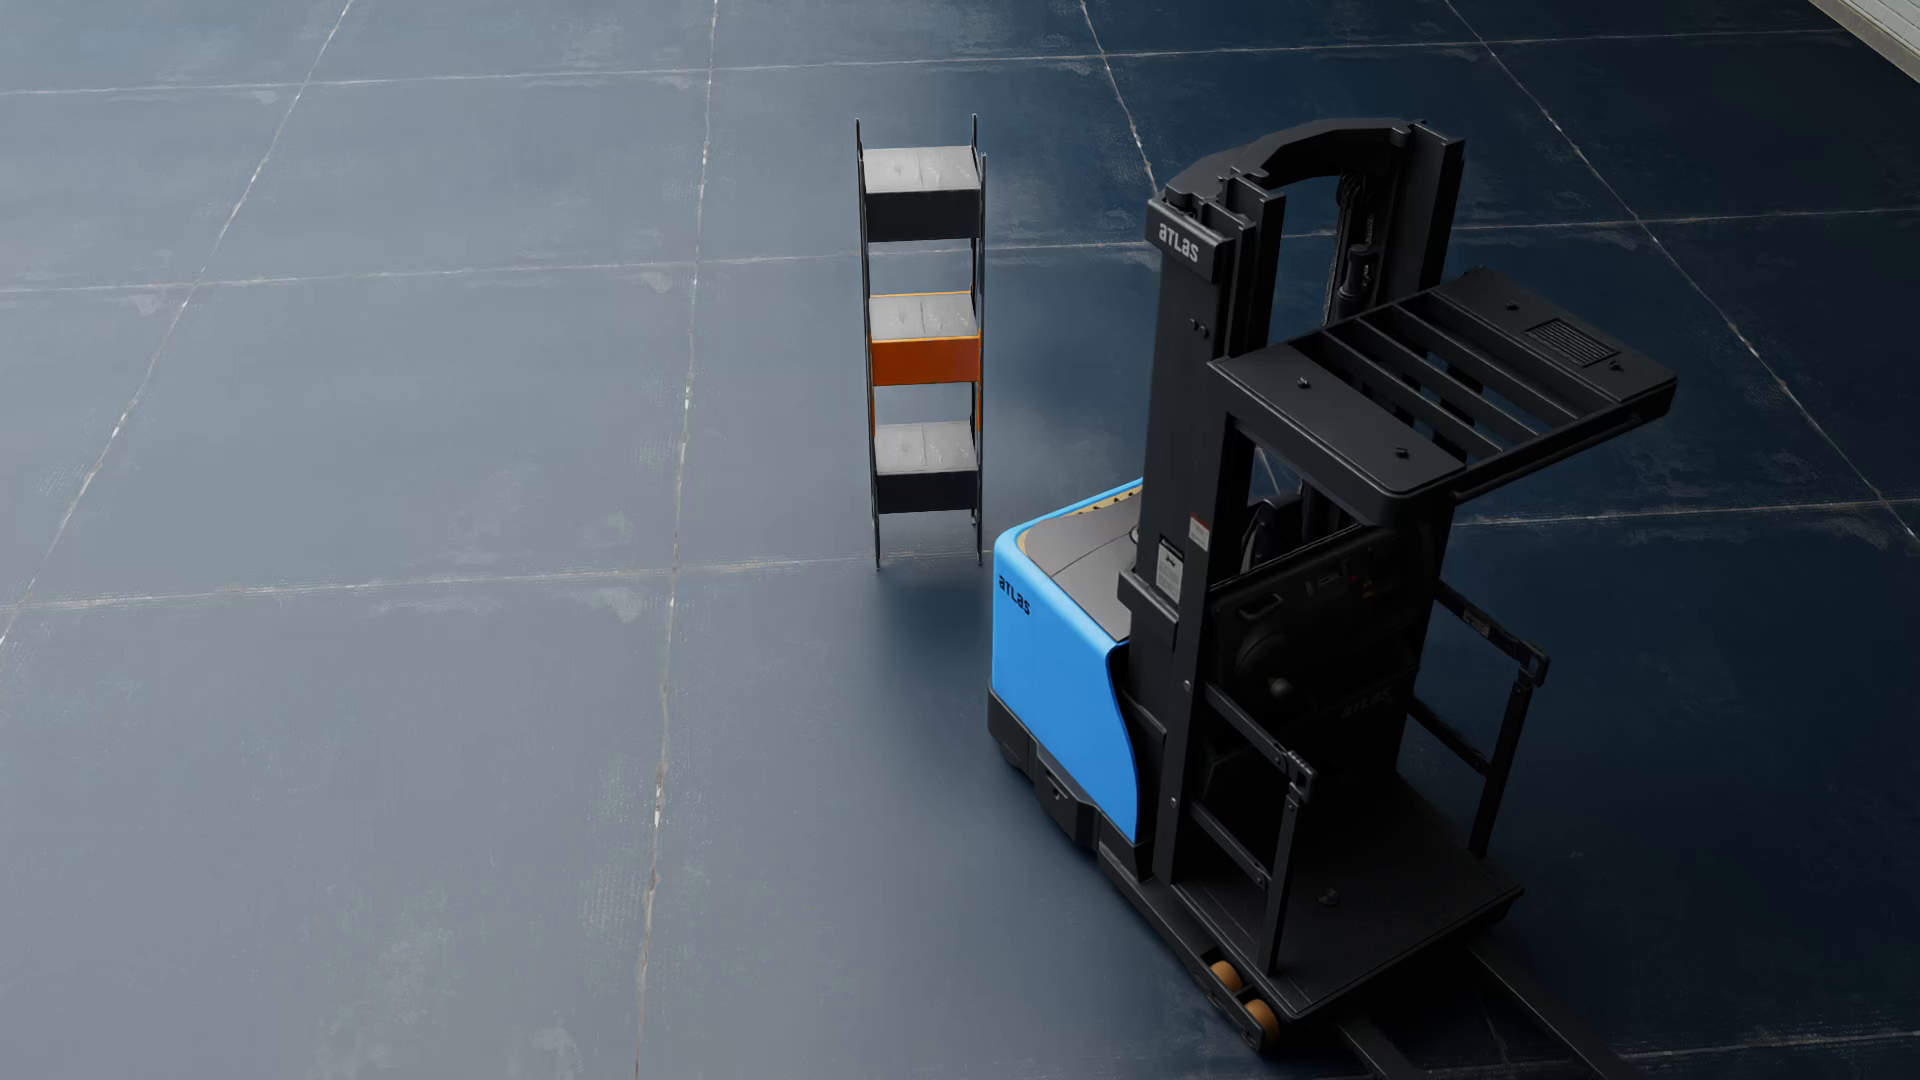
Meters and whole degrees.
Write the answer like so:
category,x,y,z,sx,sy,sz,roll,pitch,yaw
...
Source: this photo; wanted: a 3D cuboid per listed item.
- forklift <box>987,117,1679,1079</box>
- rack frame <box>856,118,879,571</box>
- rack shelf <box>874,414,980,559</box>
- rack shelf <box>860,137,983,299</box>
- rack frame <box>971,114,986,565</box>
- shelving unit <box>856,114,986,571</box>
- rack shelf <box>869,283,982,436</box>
category,x,y,z,sx,sy,sz,roll,pitch,yaw
forklift,1.317,0.290,5.338,1.130,2.935,3.031,-21,43,-24
rack frame,-0.408,-0.802,7.393,0.015,2.100,0.400,-3,38,-4
rack shelf,-0.165,-0.255,7.852,0.480,0.518,0.431,-3,38,-4
rack shelf,-0.165,-1.354,6.985,0.480,0.518,0.431,-3,38,-4
rack frame,0.078,-0.829,7.427,0.015,2.100,0.400,-3,38,-4
shelving unit,-0.165,-0.815,7.410,0.503,2.100,0.431,-3,38,-4
rack shelf,-0.165,-0.805,7.419,0.480,0.518,0.431,-3,38,-4
